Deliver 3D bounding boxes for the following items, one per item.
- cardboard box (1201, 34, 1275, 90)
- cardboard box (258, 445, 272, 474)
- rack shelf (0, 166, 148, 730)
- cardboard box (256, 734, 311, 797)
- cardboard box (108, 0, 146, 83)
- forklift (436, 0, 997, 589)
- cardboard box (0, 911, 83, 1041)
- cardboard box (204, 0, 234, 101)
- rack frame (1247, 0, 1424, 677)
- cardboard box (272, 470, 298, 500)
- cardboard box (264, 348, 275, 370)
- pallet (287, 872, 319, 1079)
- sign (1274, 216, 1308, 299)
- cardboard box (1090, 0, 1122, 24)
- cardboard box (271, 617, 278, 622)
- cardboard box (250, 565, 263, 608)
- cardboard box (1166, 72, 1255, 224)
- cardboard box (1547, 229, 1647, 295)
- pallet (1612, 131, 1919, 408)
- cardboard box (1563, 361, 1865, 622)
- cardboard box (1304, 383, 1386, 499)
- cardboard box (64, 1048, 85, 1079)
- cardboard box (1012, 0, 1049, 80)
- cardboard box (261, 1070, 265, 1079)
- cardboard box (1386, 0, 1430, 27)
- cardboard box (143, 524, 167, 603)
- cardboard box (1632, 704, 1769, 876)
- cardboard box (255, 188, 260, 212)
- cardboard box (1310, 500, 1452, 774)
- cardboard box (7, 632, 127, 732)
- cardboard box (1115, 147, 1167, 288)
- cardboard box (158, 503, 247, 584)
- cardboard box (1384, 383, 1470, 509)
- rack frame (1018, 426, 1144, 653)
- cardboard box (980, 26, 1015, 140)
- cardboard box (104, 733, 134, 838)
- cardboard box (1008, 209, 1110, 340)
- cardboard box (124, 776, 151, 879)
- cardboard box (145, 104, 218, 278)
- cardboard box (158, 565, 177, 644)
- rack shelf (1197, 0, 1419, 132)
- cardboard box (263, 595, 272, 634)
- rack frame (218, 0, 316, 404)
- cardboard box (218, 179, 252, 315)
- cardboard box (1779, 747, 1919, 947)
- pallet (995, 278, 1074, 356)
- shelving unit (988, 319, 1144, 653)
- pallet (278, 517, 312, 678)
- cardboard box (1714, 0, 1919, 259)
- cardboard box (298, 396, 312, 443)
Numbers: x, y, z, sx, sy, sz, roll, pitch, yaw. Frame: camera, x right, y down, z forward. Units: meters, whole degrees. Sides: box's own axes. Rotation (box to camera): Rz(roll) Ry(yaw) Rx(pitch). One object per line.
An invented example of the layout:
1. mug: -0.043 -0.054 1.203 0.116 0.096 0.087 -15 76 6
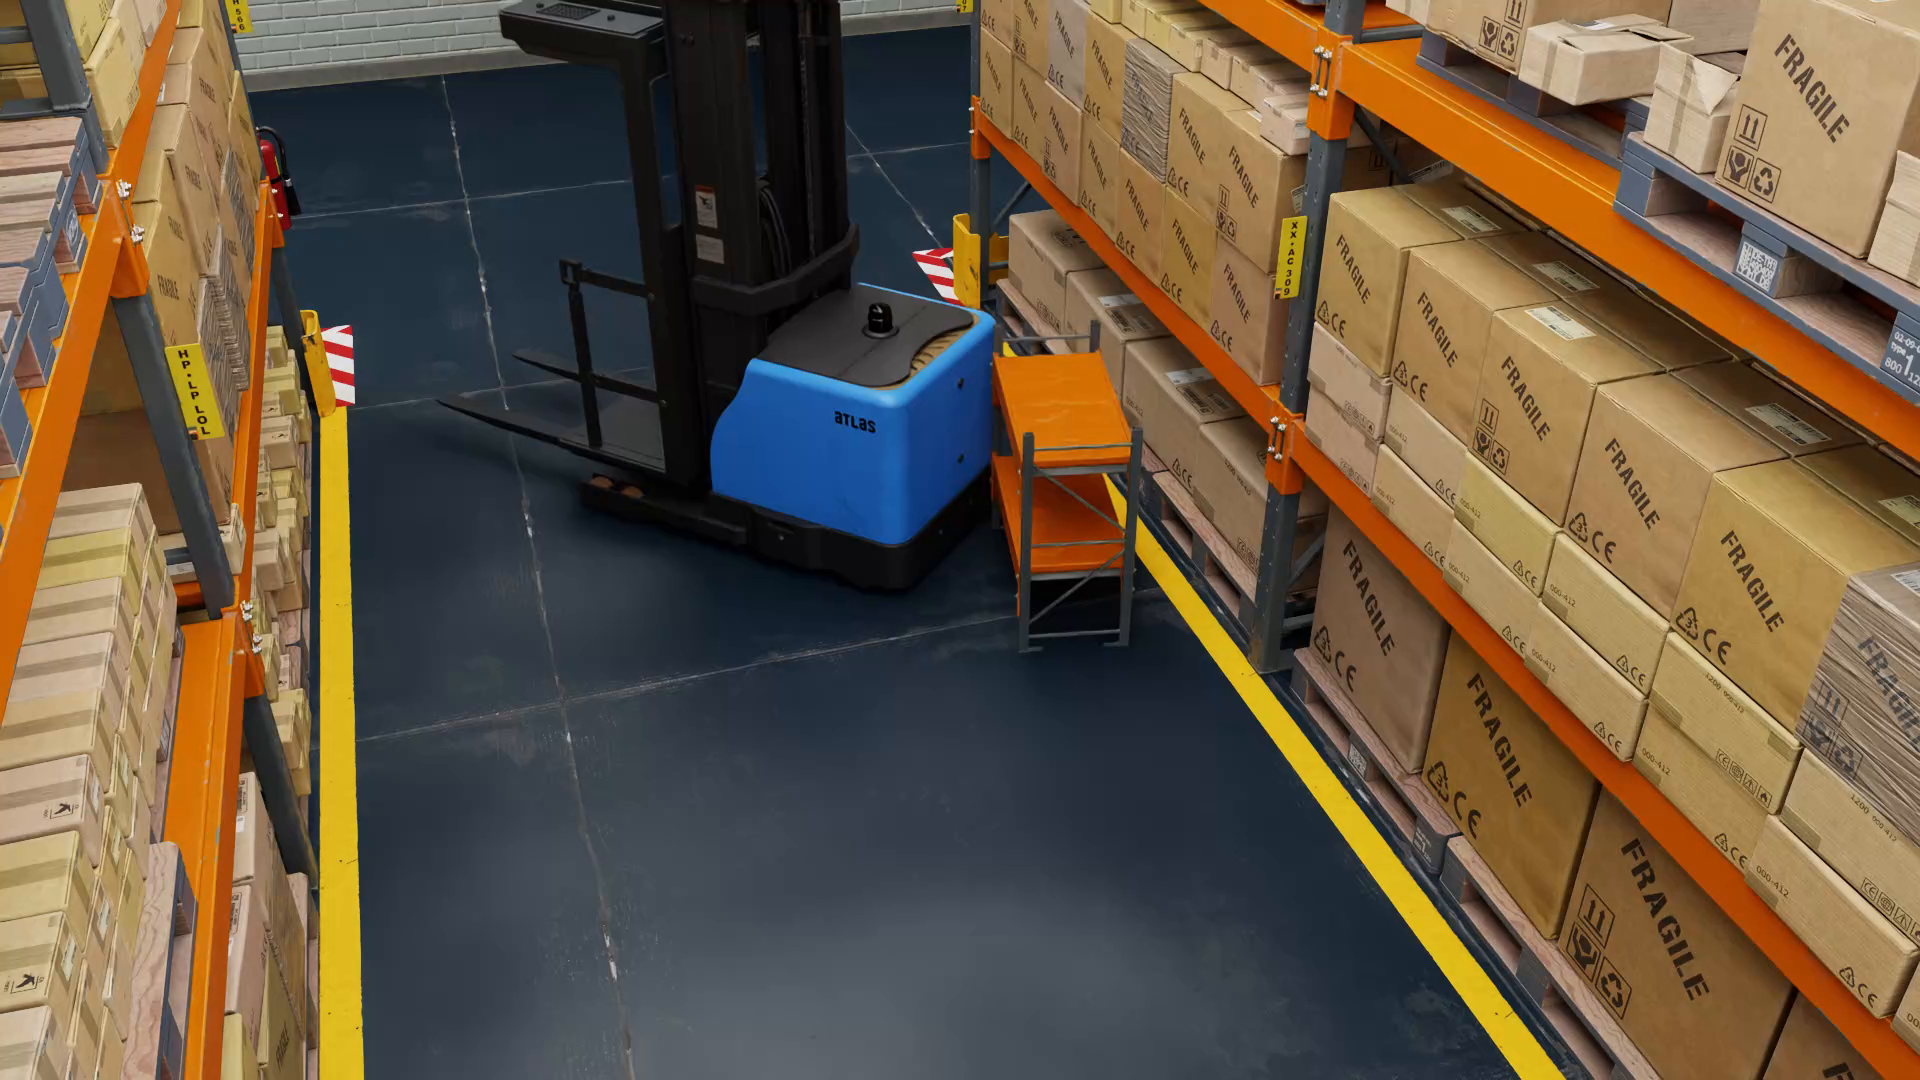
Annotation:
1. cardboard box: 1.242 -2.022 7.003 0.380 0.149 0.250 -10 35 -15
2. cardboard box: -3.373 -0.287 7.628 0.380 0.149 0.250 -11 35 -16
3. rack shelf: -2.296 0.219 3.129 1.077 0.370 4.000 -10 35 -15
4. cardboard box: -2.711 0.890 6.388 0.380 0.149 0.250 -12 35 -17
5. cardboard box: -2.958 -1.617 5.392 0.500 0.250 0.500 -11 35 -15
6. forklift: -1.350 -1.563 7.957 3.031 2.935 1.130 17 37 23
7. cardboard box: -2.045 0.937 3.418 0.380 0.149 0.250 -9 35 -13
8. cardboard box: -3.750 -2.364 7.839 0.500 0.500 0.500 -11 35 -16
9. rack frame: 1.777 -0.765 6.687 1.000 3.000 0.127 -10 35 -15
10. cardboard box: -3.303 -0.180 7.737 0.380 0.149 0.250 -8 34 -12
11. cardboard box: -3.702 -0.837 8.461 0.380 0.149 0.250 -9 35 -14
12. pallet: -2.667 1.692 5.497 1.003 0.211 1.213 -10 35 -15
13. sign: 1.249 -1.065 6.284 0.100 0.325 0.005 -10 35 -15
14. cardboard box: 0.835 -2.540 7.787 0.380 0.149 0.250 -11 35 -16
15. cardboard box: -3.158 0.368 7.177 0.380 0.149 0.250 -11 35 -17
16. cardboard box: -3.067 0.259 6.803 0.380 0.149 0.250 -11 35 -16
17. cardboard box: 1.223 -1.693 7.093 0.500 0.500 0.500 -11 35 -15
18. cardboard box: 2.317 -0.761 5.683 0.500 0.500 0.500 -9 35 -14
19. pallet: 2.406 -0.753 4.120 1.003 0.211 1.213 -8 34 -13
20. cardboard box: 2.133 -0.148 4.755 0.500 0.500 0.500 -11 35 -16
21. cardboard box: 1.660 -0.427 6.311 0.500 0.250 0.500 -11 35 -16
22. cardboard box: -1.964 1.194 3.300 0.380 0.149 0.250 -10 35 -15
23. cardboard box: 0.596 -2.754 8.699 0.500 0.500 0.500 -11 35 -16
24. cardboard box: -2.132 1.874 4.580 0.500 0.500 0.500 -11 35 -16
25. cardboard box: 1.596 -1.814 5.294 0.396 0.266 0.258 -10 35 -15
26. cardboard box: -2.597 0.102 4.952 0.380 0.149 0.250 -9 35 -13
27. cardboard box: 2.287 0.643 4.692 0.500 0.250 0.500 -10 35 -15
28. cardboard box: -3.758 -1.751 8.407 0.380 0.149 0.250 -10 35 -15
29. cardboard box: 2.042 0.258 6.684 0.875 0.875 0.875 -9 34 -13
30. cardboard box: -2.358 0.395 4.239 0.380 0.149 0.250 -10 35 -15
31. cardboard box: 1.063 -1.538 7.766 0.500 0.500 0.500 -11 35 -15
32. cardboard box: -2.681 0.022 5.724 0.380 0.149 0.250 -9 34 -13
33. cardboard box: 1.829 -0.363 5.762 0.500 0.250 0.500 -9 35 -14
34. rack frame: 0.512 0.017 7.204 0.500 1.125 0.032 -3 34 -5
35. cardboard box: 0.430 -2.606 9.383 0.500 0.500 0.500 -10 35 -15
36. cardboard box: -2.277 0.650 4.122 0.380 0.149 0.250 -12 35 -17
37. cardboard box: 0.854 -1.642 9.957 0.875 0.438 0.875 -11 35 -16
38. cardboard box: -2.276 0.770 4.211 0.380 0.149 0.250 -12 35 -17
39. cardboard box: -3.109 -1.280 6.198 0.500 0.500 0.500 -9 35 -14
40. cardboard box: -2.597 0.225 5.035 0.380 0.149 0.250 -11 35 -16
41. rack shelf: 1.167 -2.766 7.647 1.077 0.370 4.000 -10 35 -15
42. cardboard box: -3.063 0.385 6.882 0.380 0.149 0.250 -12 35 -17
43. rack frame: -4.126 -1.980 8.525 1.000 3.000 0.127 -10 35 -15
44. cardboard box: -3.286 -1.153 6.914 0.500 0.500 0.500 -8 34 -12
45. cardboard box: 2.448 0.709 4.139 0.500 0.250 0.500 -11 35 -16
46. pallet: 0.875 -1.295 10.018 1.003 0.211 1.213 -10 35 -15
47. shelving unit: 0.459 -0.262 7.626 0.538 1.125 1.048 -3 34 -5
48. pallet: -3.521 0.296 7.611 1.003 0.211 1.213 -10 35 -15
49. cardboard box: 2.183 -1.010 3.865 0.500 0.500 0.500 -10 35 -14
50. cardboard box: -3.592 -0.606 8.651 0.380 0.149 0.250 -9 35 -13
